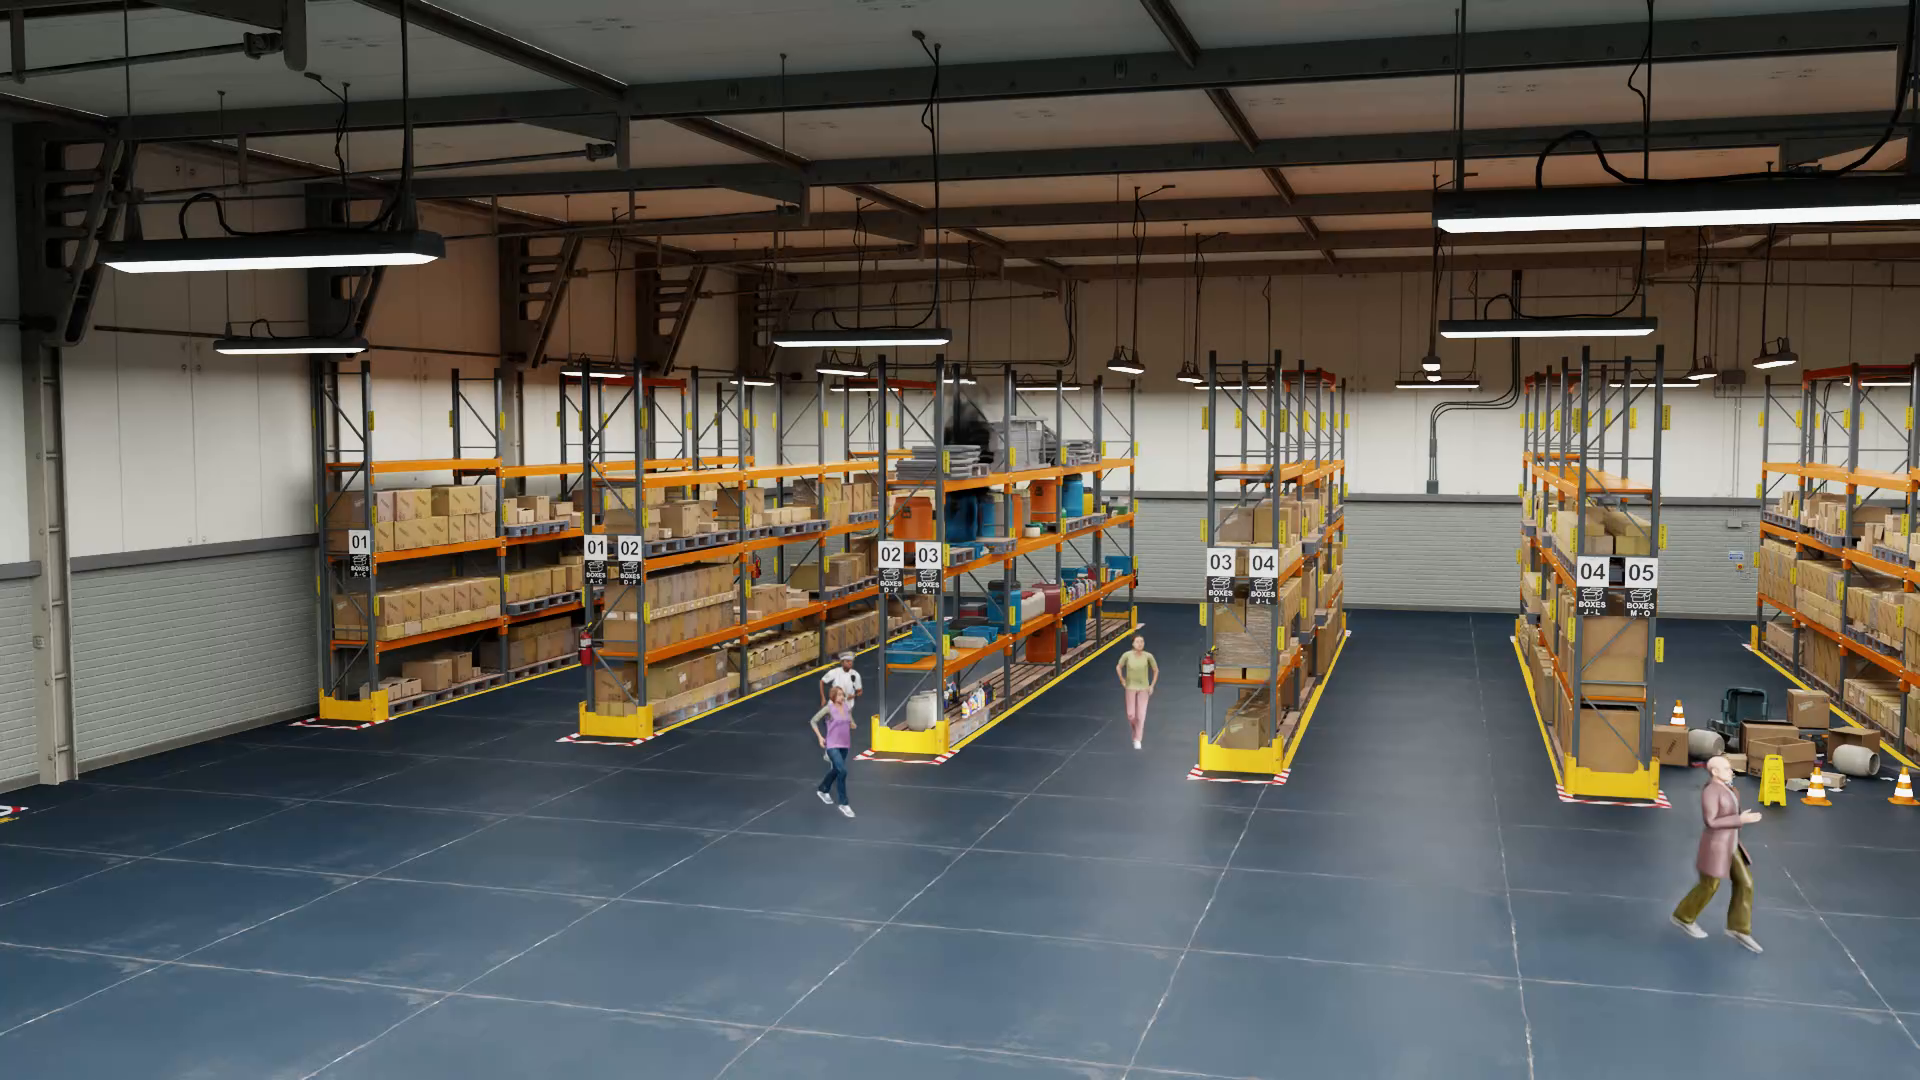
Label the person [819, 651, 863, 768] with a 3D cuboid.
[{"bbox_3d":[-1.704,2.442,24.116,0.614,1.677,0.868,-2,4,-22],"label":"person"}]

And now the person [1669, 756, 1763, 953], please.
[{"bbox_3d":[7.220,2.971,15.850,0.685,1.829,0.831,-4,6,-42],"label":"person"}]

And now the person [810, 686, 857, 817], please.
[{"bbox_3d":[-1.586,2.670,21.250,0.785,1.627,0.518,4,5,42],"label":"person"}]

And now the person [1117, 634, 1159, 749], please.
[{"bbox_3d":[2.567,2.182,24.089,0.611,1.647,0.498,1,4,9],"label":"person"}]
